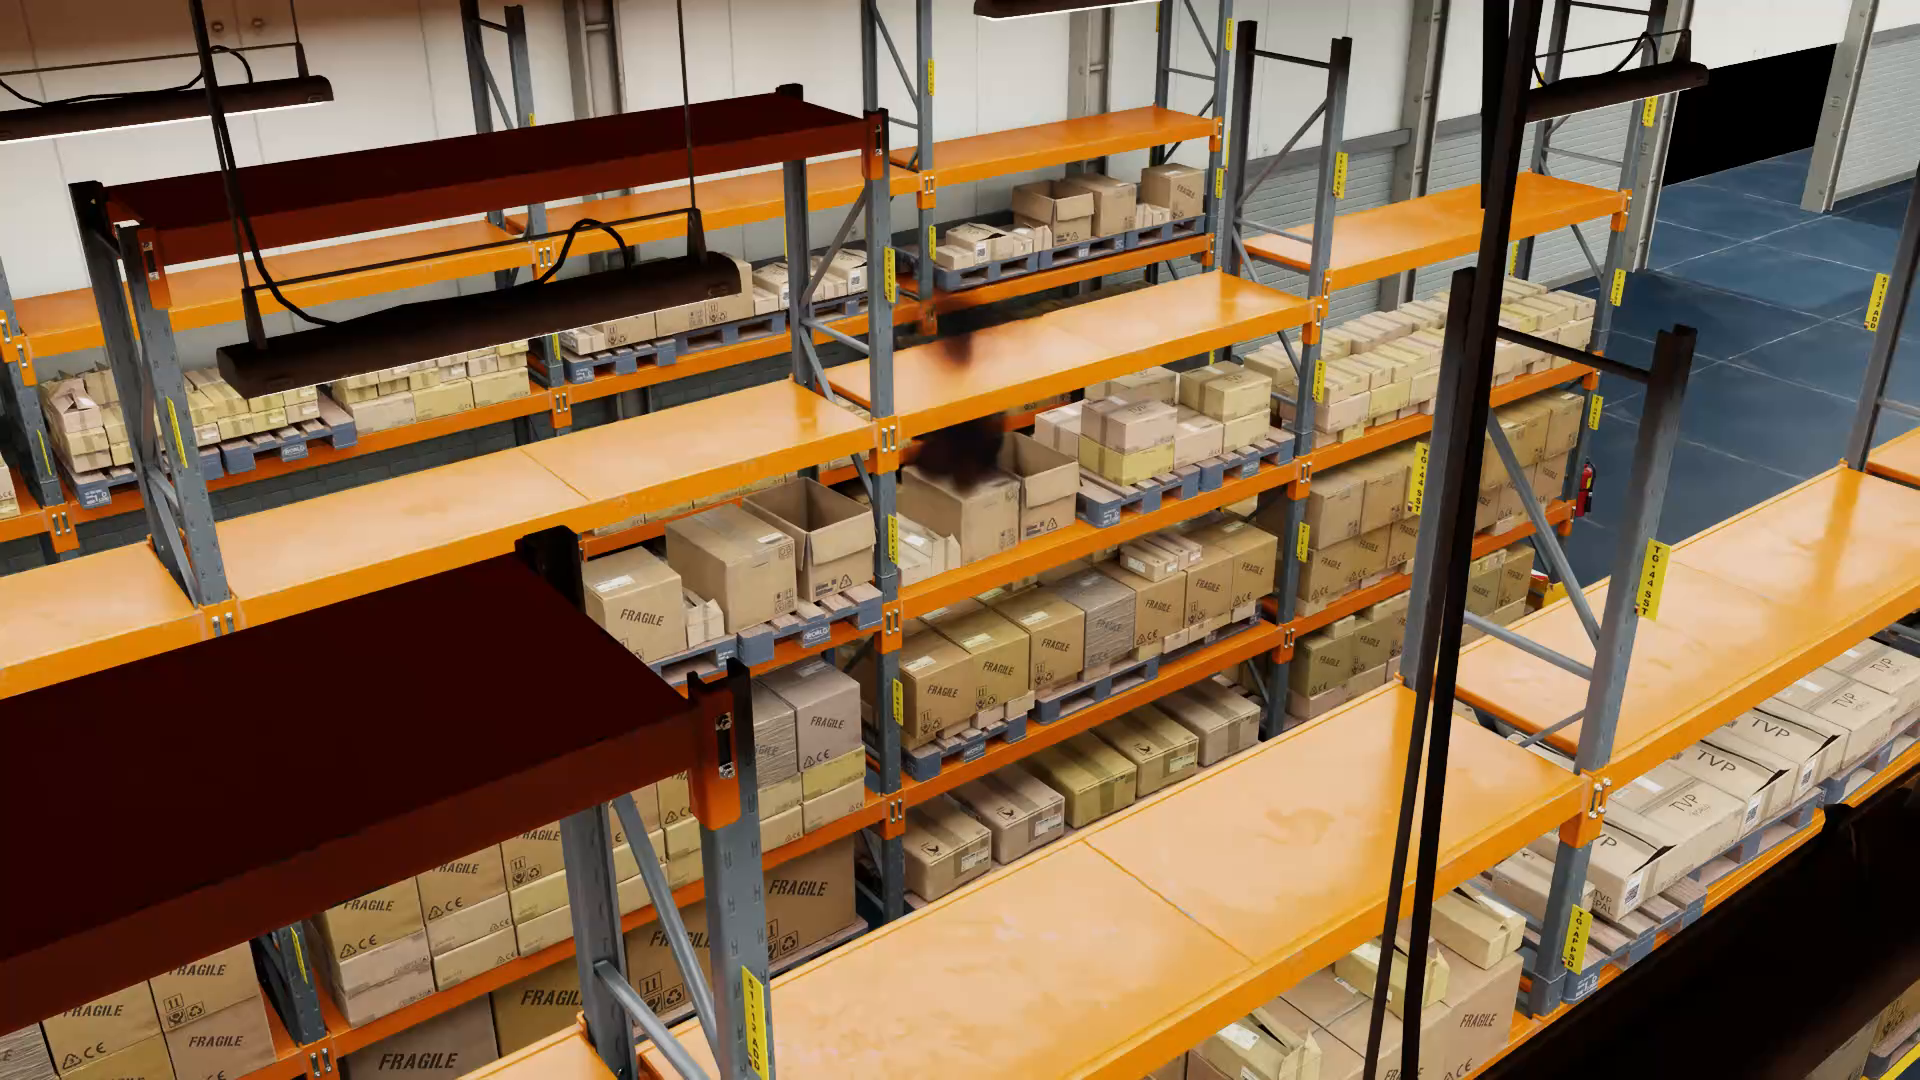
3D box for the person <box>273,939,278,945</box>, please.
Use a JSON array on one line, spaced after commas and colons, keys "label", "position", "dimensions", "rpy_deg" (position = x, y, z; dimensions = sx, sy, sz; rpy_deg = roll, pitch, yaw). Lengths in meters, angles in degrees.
[{"label": "person", "position": [-4.934, 2.432, 11.188], "dimensions": [0.630, 1.753, 0.833], "rpy_deg": [22, 33, 37]}]
